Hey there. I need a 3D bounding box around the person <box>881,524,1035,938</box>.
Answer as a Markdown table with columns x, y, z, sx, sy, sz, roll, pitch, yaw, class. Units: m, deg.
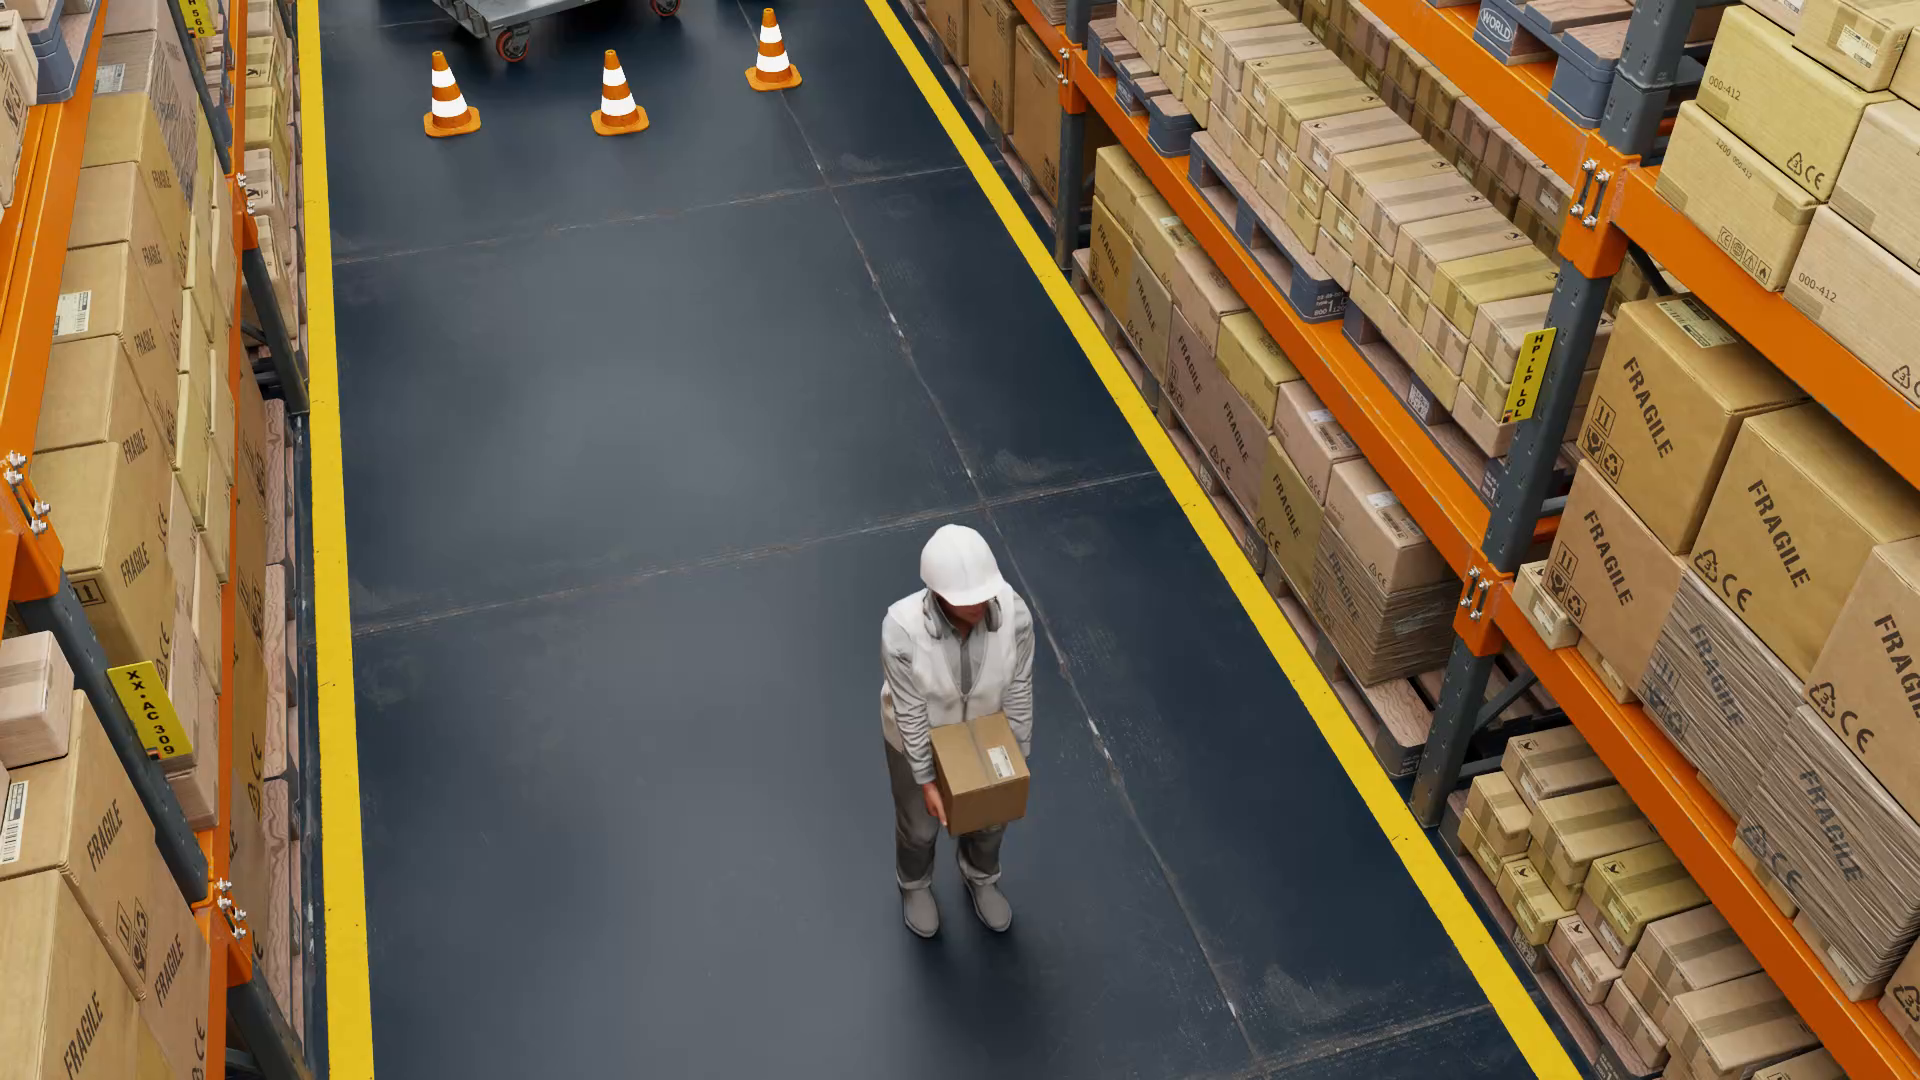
| x | y | z | sx | sy | sz | roll | pitch | yaw | class |
| --- | --- | --- | --- | --- | --- | --- | --- | --- | --- |
| 0.008 | 0.668 | 5.403 | 0.493 | 1.770 | 0.562 | -13 | 43 | -14 | person |
